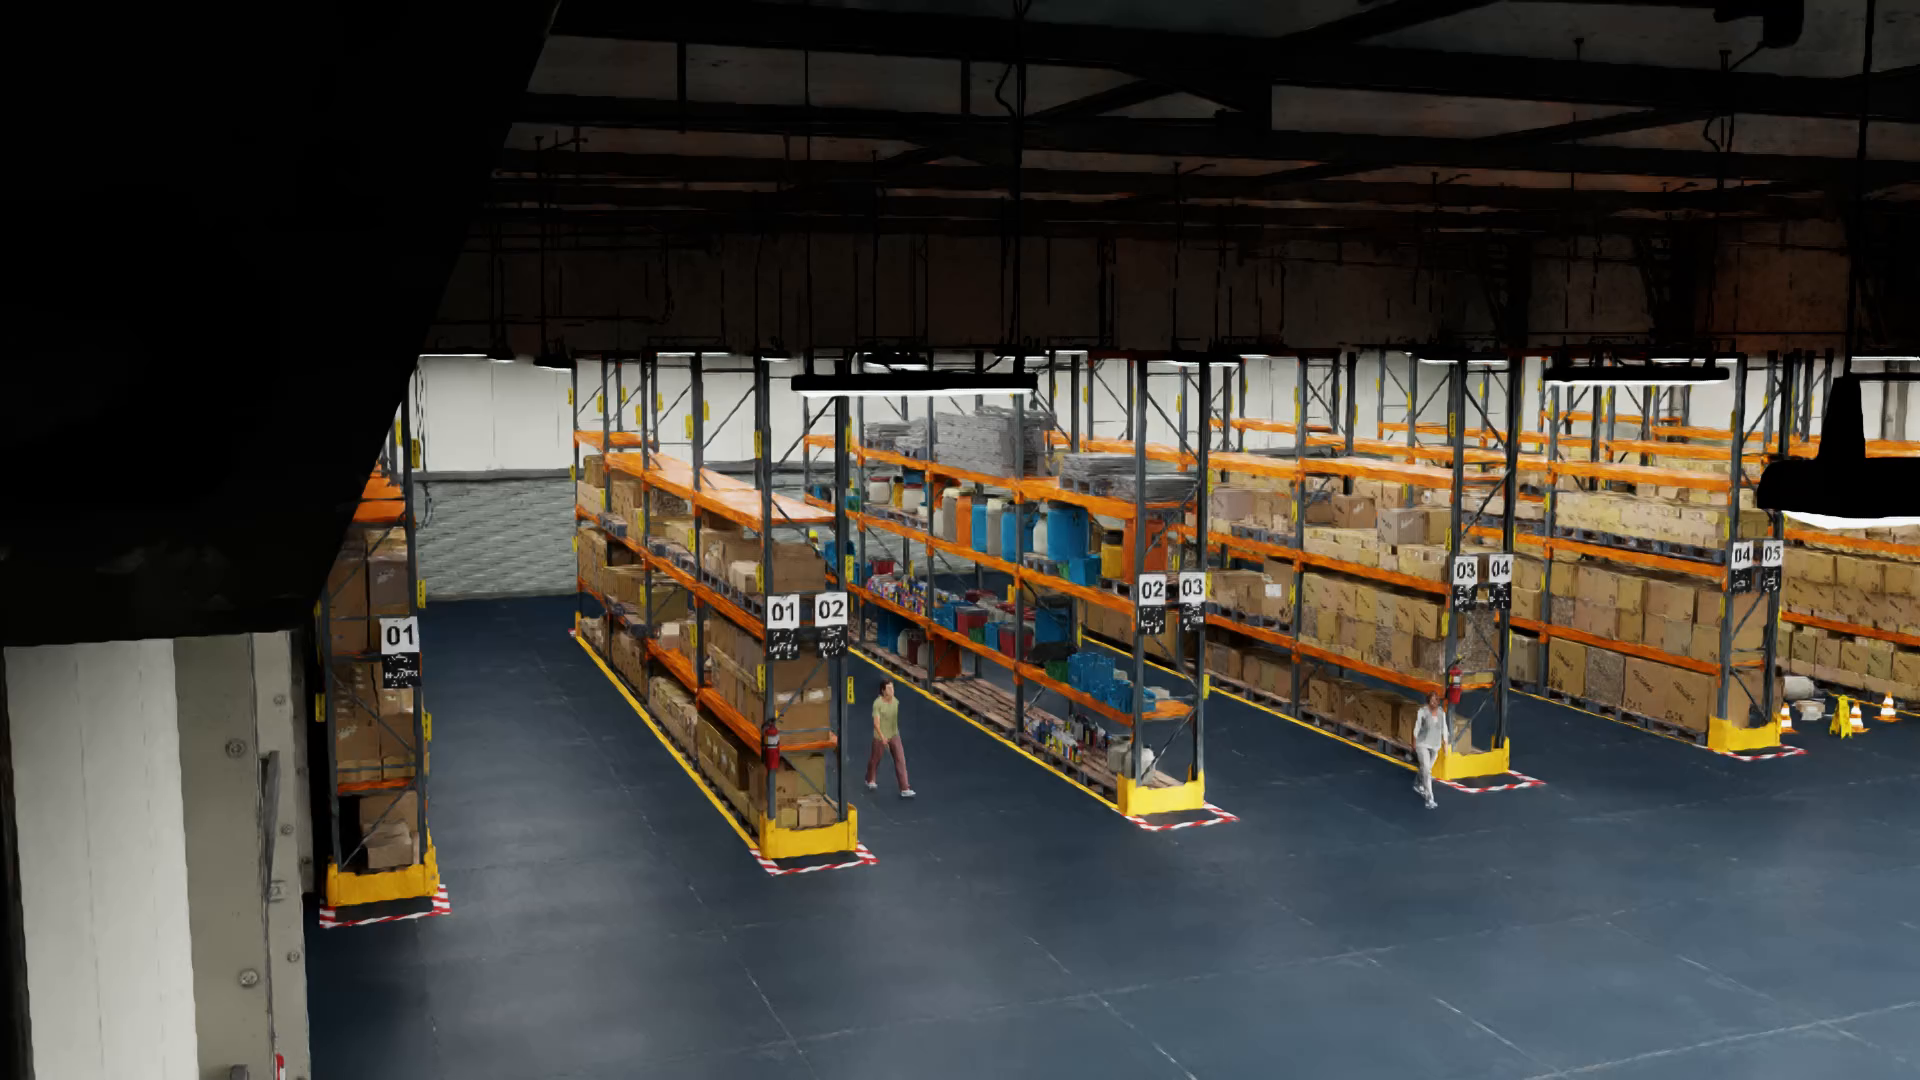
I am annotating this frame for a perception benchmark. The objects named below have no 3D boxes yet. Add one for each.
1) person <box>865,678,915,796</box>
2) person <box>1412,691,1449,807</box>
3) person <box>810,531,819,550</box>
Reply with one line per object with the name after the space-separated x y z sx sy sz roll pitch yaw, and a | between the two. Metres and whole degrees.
-1.009 2.689 22.834 0.446 1.604 1.018 -4 8 -29 | person
6.344 2.775 22.445 0.407 1.533 0.961 -2 7 -12 | person
-3.544 0.656 38.699 0.572 1.760 0.616 5 8 33 | person
